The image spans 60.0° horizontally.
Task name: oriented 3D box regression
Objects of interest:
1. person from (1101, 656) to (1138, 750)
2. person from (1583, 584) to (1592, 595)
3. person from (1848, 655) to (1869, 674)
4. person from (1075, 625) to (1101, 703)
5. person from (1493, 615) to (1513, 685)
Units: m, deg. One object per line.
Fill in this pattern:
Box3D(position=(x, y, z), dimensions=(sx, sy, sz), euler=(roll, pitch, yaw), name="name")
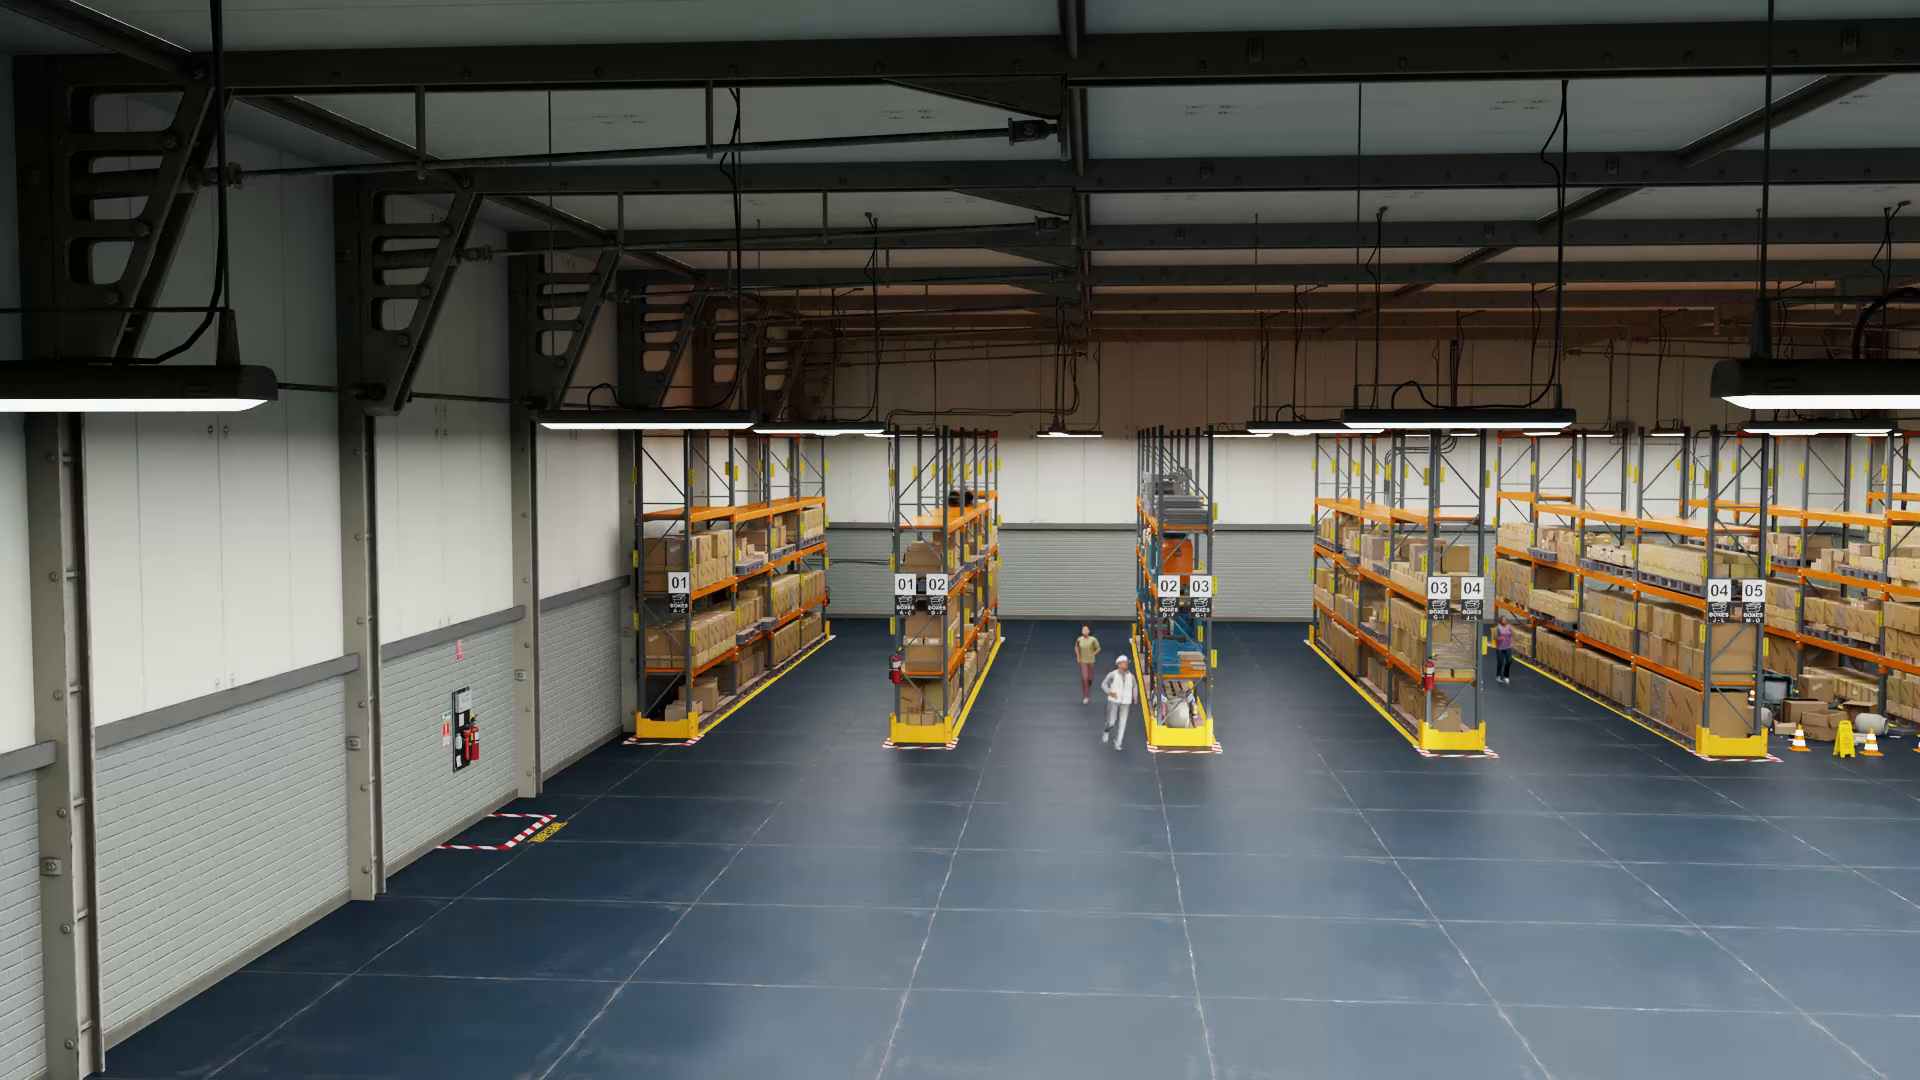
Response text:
Box3D(position=(3.001, 3.019, 30.854), dimensions=(0.735, 1.710, 0.781), euler=(0, 3, -8), name="person")
Box3D(position=(17.872, 2.073, 47.415), dimensions=(0.576, 1.602, 0.605), euler=(0, 3, -3), name="person")
Box3D(position=(21.433, 2.497, 39.561), dimensions=(0.669, 1.683, 0.618), euler=(0, 3, 5), name="person")
Box3D(position=(2.775, 2.687, 36.237), dimensions=(0.572, 1.656, 0.802), euler=(0, 3, 7), name="person")
Box3D(position=(12.748, 2.584, 38.980), dimensions=(0.514, 1.631, 0.653), euler=(0, 3, 2), name="person")
